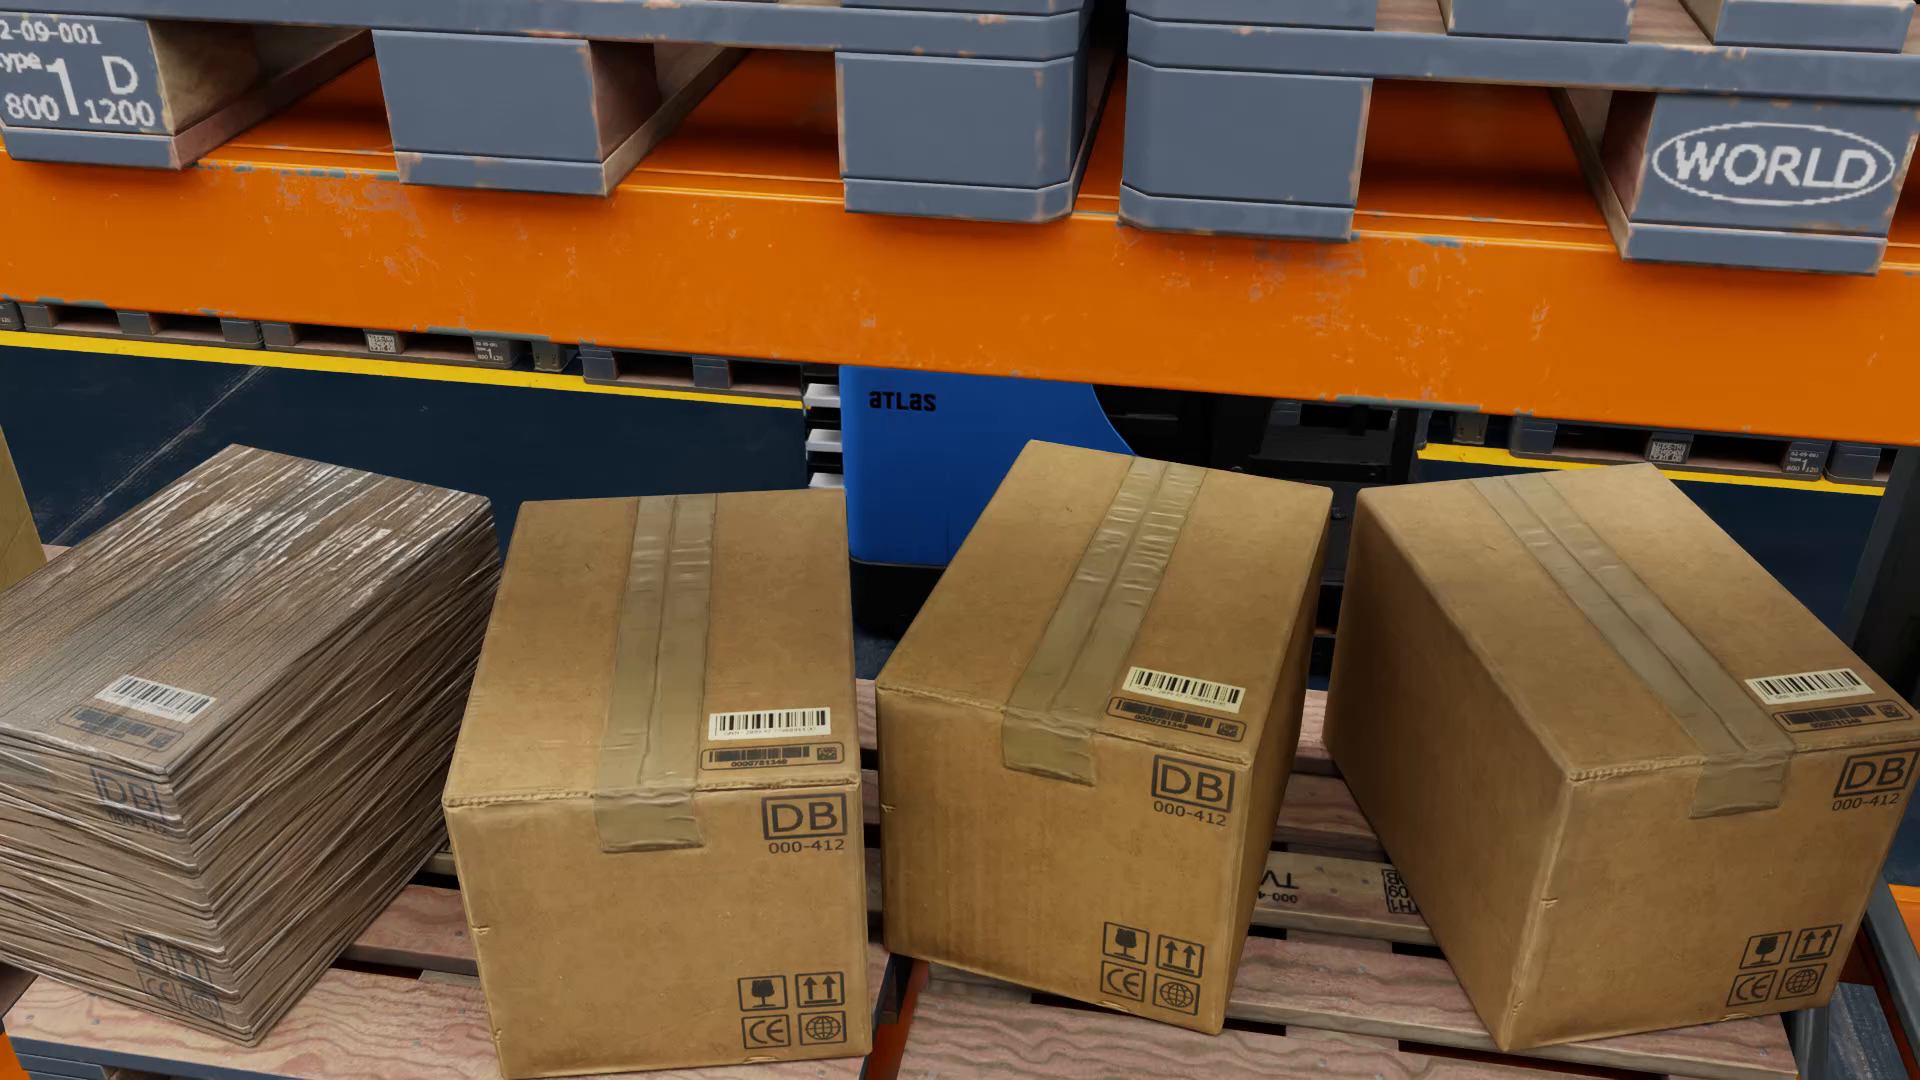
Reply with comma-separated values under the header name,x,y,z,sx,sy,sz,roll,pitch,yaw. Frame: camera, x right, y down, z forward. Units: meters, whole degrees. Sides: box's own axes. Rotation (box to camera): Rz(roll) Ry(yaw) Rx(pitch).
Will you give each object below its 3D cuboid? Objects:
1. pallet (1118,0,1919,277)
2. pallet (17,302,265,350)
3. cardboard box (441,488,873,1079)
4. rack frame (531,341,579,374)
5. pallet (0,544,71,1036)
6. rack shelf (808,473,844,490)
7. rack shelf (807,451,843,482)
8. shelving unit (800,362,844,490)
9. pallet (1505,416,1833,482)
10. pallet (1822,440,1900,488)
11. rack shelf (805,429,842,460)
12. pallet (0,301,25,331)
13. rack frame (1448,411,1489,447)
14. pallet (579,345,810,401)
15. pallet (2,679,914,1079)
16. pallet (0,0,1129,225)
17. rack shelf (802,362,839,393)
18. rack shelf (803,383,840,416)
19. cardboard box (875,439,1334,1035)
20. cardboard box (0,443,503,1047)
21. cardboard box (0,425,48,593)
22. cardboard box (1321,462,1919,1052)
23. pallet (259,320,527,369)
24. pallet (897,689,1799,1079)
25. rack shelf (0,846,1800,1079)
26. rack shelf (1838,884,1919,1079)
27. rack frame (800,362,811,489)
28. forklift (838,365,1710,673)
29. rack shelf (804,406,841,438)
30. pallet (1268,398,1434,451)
name,x,y,z,sx,sy,sz,roll,pitch,yaw
pallet,0.722,-0.618,1.760,1.003,0.211,1.213,5,32,8
pallet,-3.729,-1.278,8.093,1.213,0.211,1.003,5,32,8
cardboard box,-0.399,0.323,2.417,0.500,0.500,0.700,-3,32,-4
rack frame,-1.760,-2.280,7.065,0.127,3.000,1.000,5,32,8
pallet,-1.910,0.417,2.938,1.003,0.211,1.213,5,32,8
rack shelf,-0.440,-0.227,6.166,0.200,0.077,0.258,4,32,6
rack shelf,-0.440,-0.303,6.118,0.200,0.077,0.258,4,32,6
shelving unit,-0.440,-0.407,6.053,0.210,0.900,0.258,4,32,6
pallet,2.920,-0.632,7.060,1.213,0.211,1.003,5,32,8
pallet,4.126,-0.524,6.888,1.213,0.211,1.003,5,32,8
rack shelf,-0.440,-0.379,6.070,0.200,0.077,0.258,4,32,6
pallet,-4.935,-1.386,8.265,1.213,0.211,1.003,5,32,8
rack frame,2.183,-1.922,6.494,0.127,3.000,1.000,5,32,8
pallet,-0.995,-0.988,7.629,1.213,0.211,1.003,5,32,8
pallet,-0.672,0.564,2.702,1.213,0.211,1.003,5,32,8
pallet,-0.301,-0.709,1.906,1.003,0.211,1.213,5,32,8
rack shelf,-0.440,-0.608,5.927,0.200,0.077,0.258,4,32,6
rack shelf,-0.440,-0.532,5.975,0.200,0.077,0.258,4,32,6
cardboard box,0.236,0.261,2.516,0.500,0.500,0.700,10,33,16
cardboard box,-1.080,0.270,2.501,0.500,0.500,0.700,11,34,17
cardboard box,-1.950,0.088,2.791,0.500,0.500,0.700,-5,32,-8
cardboard box,0.924,0.289,2.471,0.500,0.500,0.700,-5,32,-8
pallet,-2.530,-1.168,7.917,1.213,0.211,1.003,5,32,8
pallet,0.584,0.622,2.611,1.213,0.211,1.003,5,32,8
rack shelf,-0.618,0.795,2.831,4.000,0.370,1.077,5,32,8
rack shelf,3.325,1.152,2.260,4.000,0.370,1.077,5,32,8
rack frame,-0.541,-0.414,6.063,0.006,0.900,0.240,4,32,6
forklift,1.156,-1.088,5.225,3.031,2.935,1.130,4,32,6
rack shelf,-0.440,-0.455,6.023,0.200,0.077,0.258,4,32,6
pallet,1.410,-0.770,7.281,1.213,0.211,1.003,5,32,8
